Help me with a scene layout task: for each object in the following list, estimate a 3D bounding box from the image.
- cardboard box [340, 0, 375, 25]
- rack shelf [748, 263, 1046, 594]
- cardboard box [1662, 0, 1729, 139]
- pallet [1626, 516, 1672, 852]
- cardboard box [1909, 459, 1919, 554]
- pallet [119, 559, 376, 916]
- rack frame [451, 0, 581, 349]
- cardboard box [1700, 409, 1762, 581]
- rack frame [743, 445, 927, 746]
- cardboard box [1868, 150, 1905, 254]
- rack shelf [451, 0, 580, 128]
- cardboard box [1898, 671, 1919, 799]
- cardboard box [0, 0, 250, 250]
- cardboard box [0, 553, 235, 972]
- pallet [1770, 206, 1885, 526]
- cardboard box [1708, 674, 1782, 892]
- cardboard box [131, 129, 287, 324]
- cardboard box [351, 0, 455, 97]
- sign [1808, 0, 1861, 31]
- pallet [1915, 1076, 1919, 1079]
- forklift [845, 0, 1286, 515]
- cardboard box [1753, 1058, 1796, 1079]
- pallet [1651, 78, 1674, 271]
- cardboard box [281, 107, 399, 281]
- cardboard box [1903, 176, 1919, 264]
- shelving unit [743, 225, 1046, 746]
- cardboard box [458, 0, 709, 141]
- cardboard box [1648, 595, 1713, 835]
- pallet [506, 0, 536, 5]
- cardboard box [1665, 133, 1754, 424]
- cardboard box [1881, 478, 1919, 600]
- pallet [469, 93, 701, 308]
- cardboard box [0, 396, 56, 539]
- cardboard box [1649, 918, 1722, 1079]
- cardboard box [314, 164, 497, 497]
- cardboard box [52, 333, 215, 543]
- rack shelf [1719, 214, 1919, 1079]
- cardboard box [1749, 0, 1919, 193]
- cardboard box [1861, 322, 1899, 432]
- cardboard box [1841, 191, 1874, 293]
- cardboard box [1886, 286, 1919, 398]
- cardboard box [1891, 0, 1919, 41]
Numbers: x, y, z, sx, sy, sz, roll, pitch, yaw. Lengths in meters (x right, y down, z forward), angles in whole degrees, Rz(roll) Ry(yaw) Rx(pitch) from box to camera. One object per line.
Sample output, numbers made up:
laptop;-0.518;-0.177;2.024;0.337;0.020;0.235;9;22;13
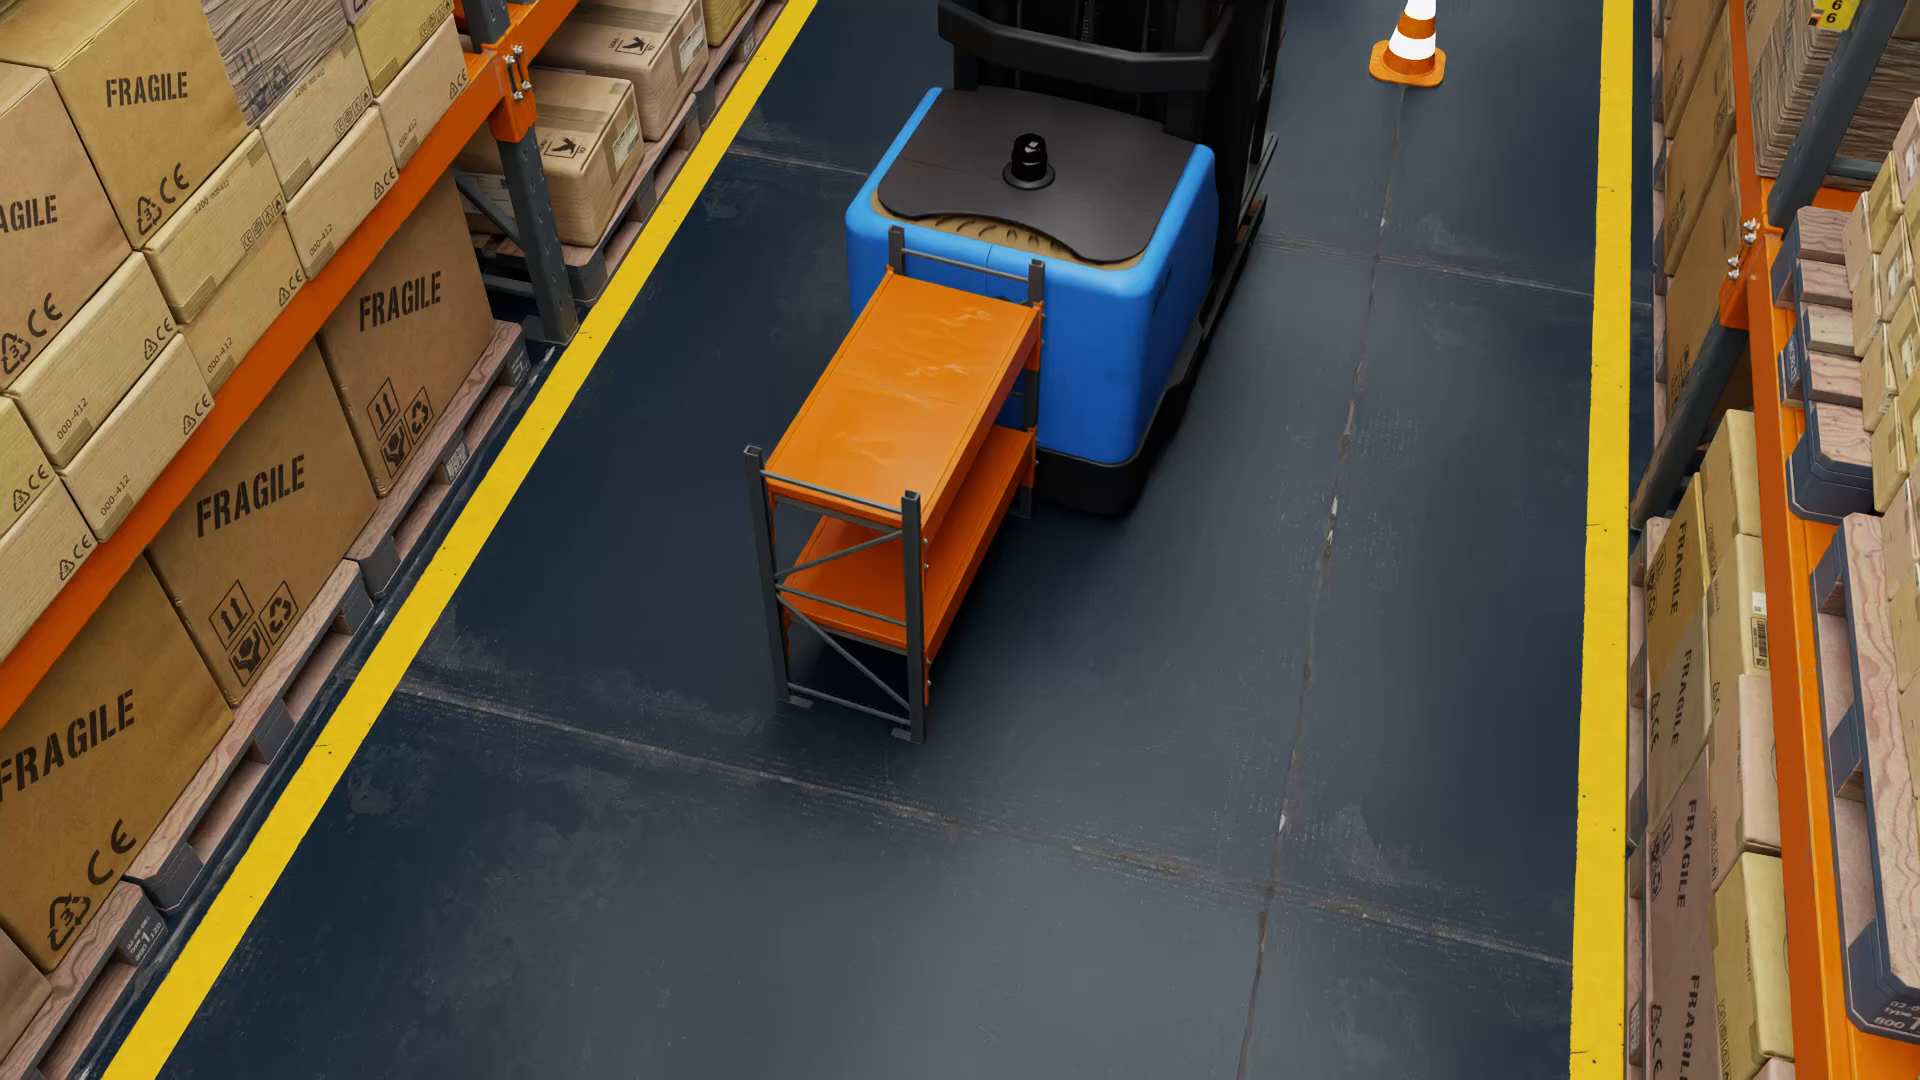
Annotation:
cardboard box;-1.861;-1.811;4.614;0.500;0.500;0.500;10;49;9
rack shelf;-0.162;-0.357;4.924;0.538;0.278;1.000;16;50;14
cardboard box;3.543;-2.093;6.817;1.050;0.750;0.750;12;50;10
pallet;2.617;0.518;5.152;1.003;0.211;1.213;12;50;10
cardboard box;2.235;-0.061;3.492;0.380;0.149;0.250;12;50;10
pallet;-2.581;0.485;5.181;1.003;0.211;1.213;12;50;10
rack frame;-1.978;-1.873;5.402;1.000;3.000;0.127;12;50;10
cardboard box;2.409;-0.078;4.705;0.500;0.250;0.500;10;49;8
rack frame;-0.343;0.193;4.829;0.500;1.125;0.032;16;50;14
cardboard box;2.504;-0.814;4.156;0.380;0.149;0.250;14;50;12
rack shelf;-1.451;-3.082;6.949;1.077;0.370;4.000;12;50;10
cardboard box;2.095;0.406;3.278;0.380;0.149;0.250;10;49;9
cardboard box;-2.126;-1.081;3.969;0.500;0.500;0.500;12;50;10
cardboard box;-2.714;0.465;4.476;0.875;0.875;0.875;13;50;11
pallet;2.740;-0.369;4.203;1.213;0.211;1.003;12;50;10
cardboard box;2.133;0.644;4.068;0.500;0.250;0.500;12;50;10
cardboard box;-2.106;-0.842;4.259;0.500;0.250;0.500;10;49;9
cardboard box;-1.860;-1.588;4.918;0.500;0.250;0.500;11;50;10
sign;2.288;-1.459;4.265;0.100;0.325;0.005;12;50;10
pallet;2.113;1.463;2.586;1.003;0.211;1.213;12;50;10
forklift;0.616;-2.186;5.725;1.130;2.935;3.031;16;50;14
cardboard box;1.872;1.406;3.395;0.500;0.250;0.500;14;50;12
pallet;3.428;-1.482;6.917;1.003;0.211;1.213;12;50;10
cardboard box;-1.980;-1.034;4.762;0.500;0.250;0.500;12;50;11
cardboard box;2.448;-0.731;3.885;0.380;0.149;0.250;10;49;9
shelving unit;-0.162;-0.163;5.144;0.538;1.125;1.048;16;50;14
cardboard box;-1.633;-2.084;7.062;0.950;0.372;0.625;11;49;9
cardboard box;2.263;0.545;4.656;0.500;0.500;0.500;12;50;10
pallet;-1.893;-2.346;5.948;1.213;0.211;1.003;12;50;10
cardboard box;3.072;-0.786;5.664;1.050;0.750;0.750;11;49;10
cardboard box;2.233;0.037;3.605;0.380;0.149;0.250;13;50;11
pallet;-1.771;-1.515;6.946;1.003;0.211;1.213;12;50;10
cardboard box;-2.374;-0.100;3.605;0.500;0.250;0.500;12;50;11
cardboard box;1.998;1.286;4.001;0.500;0.500;0.500;11;49;9
cardboard box;-2.240;-0.826;5.615;0.875;0.875;0.875;11;50;10
cardboard box;-2.234;-0.298;4.112;0.500;0.250;0.500;11;49;9
rack shelf;2.298;0.715;3.598;1.077;0.370;4.000;12;50;10
cardboard box;2.684;-1.381;4.902;0.500;0.500;0.500;12;50;10
cardboard box;2.371;-0.352;3.947;0.380;0.149;0.250;14;50;12
cardboard box;2.512;-0.741;4.291;0.380;0.149;0.250;11;49;10
cardboard box;2.367;-0.423;3.812;0.380;0.149;0.250;10;49;9
cardboard box;2.952;-1.656;4.477;0.700;0.500;0.500;11;50;10
